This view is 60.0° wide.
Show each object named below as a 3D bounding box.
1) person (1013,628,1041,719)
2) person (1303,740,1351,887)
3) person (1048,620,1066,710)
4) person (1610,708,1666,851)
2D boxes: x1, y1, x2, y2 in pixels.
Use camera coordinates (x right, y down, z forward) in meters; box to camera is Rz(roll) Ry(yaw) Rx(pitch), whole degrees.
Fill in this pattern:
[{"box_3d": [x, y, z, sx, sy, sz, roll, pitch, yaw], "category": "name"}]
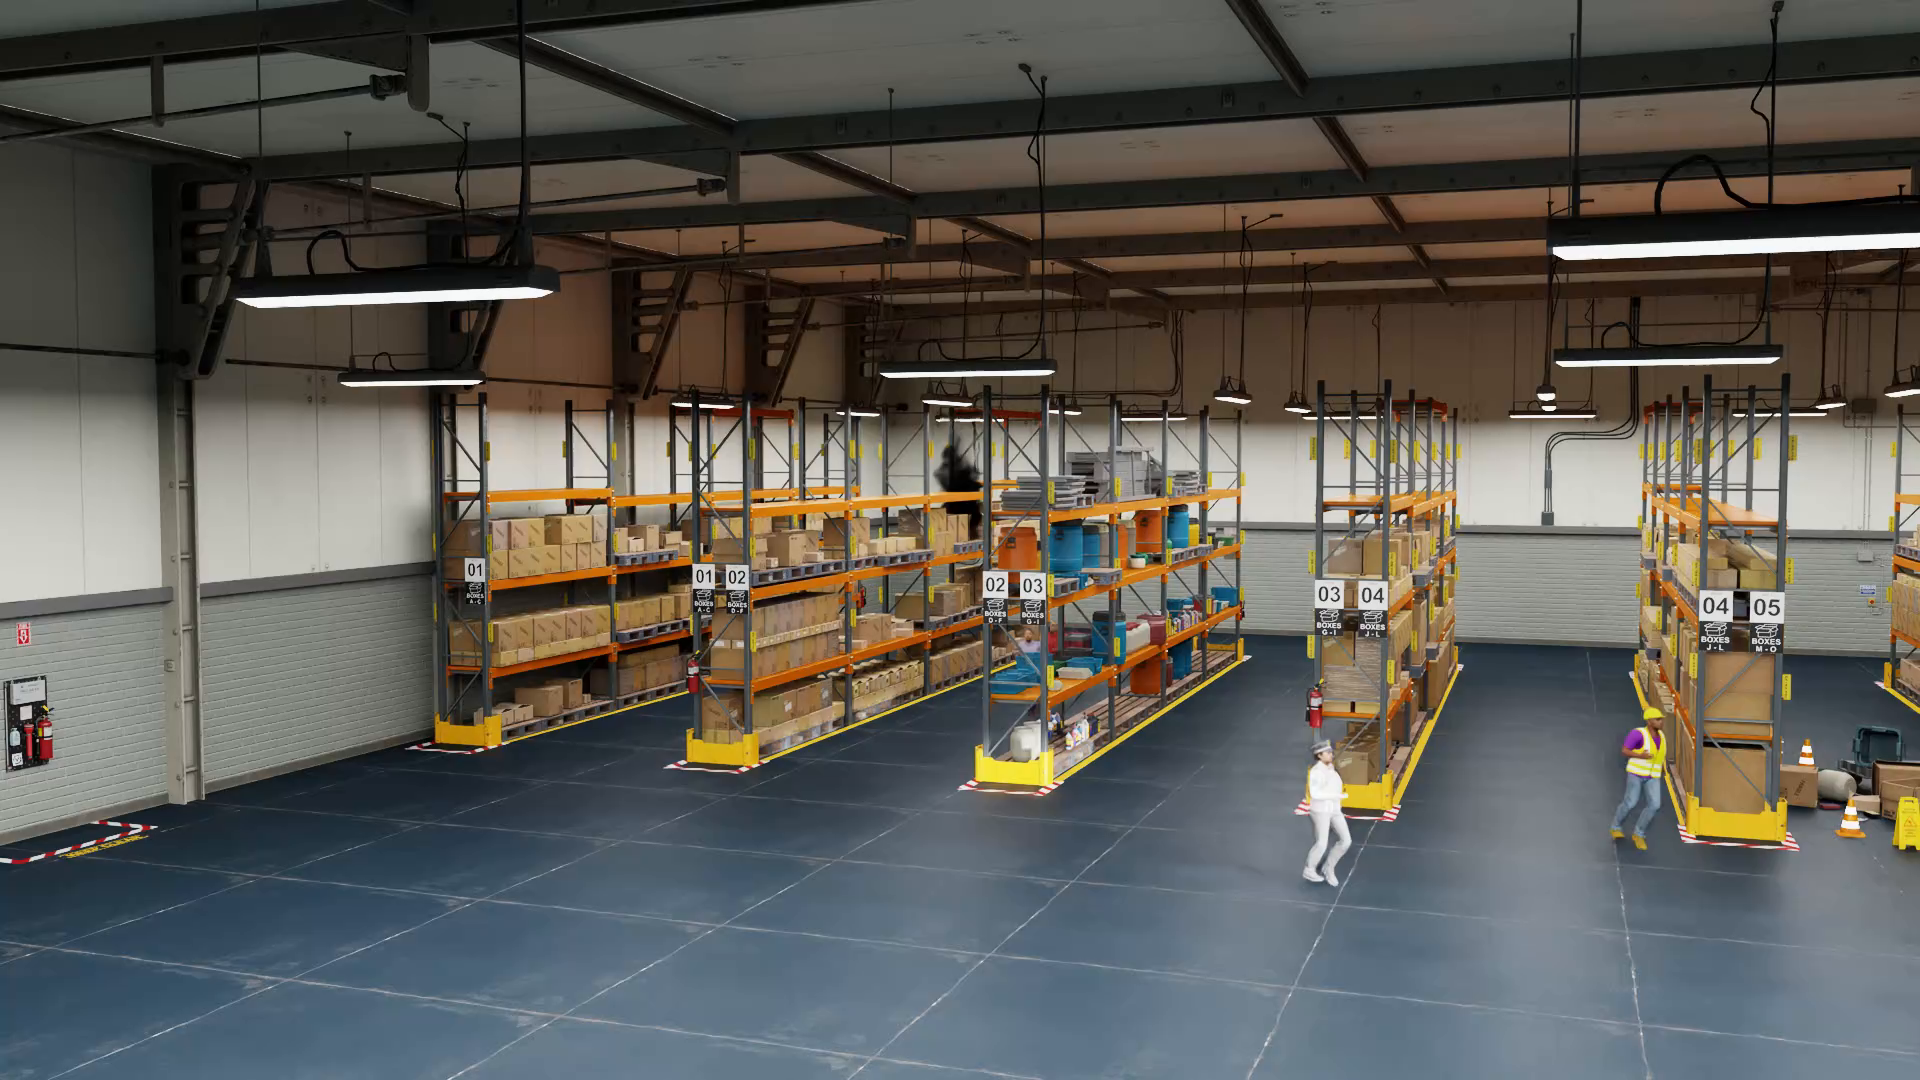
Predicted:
[{"box_3d": [1.306, 2.516, 31.509, 0.587, 1.705, 0.762, 1, 3, 18], "category": "person"}, {"box_3d": [4.241, 3.145, 19.106, 0.594, 1.712, 0.638, -3, 4, -42], "category": "person"}, {"box_3d": [1.862, 2.433, 32.178, 0.636, 1.778, 0.884, 1, 3, 21], "category": "person"}, {"box_3d": [8.711, 3.017, 21.112, 0.703, 1.784, 0.714, 0, 3, -7], "category": "person"}]
